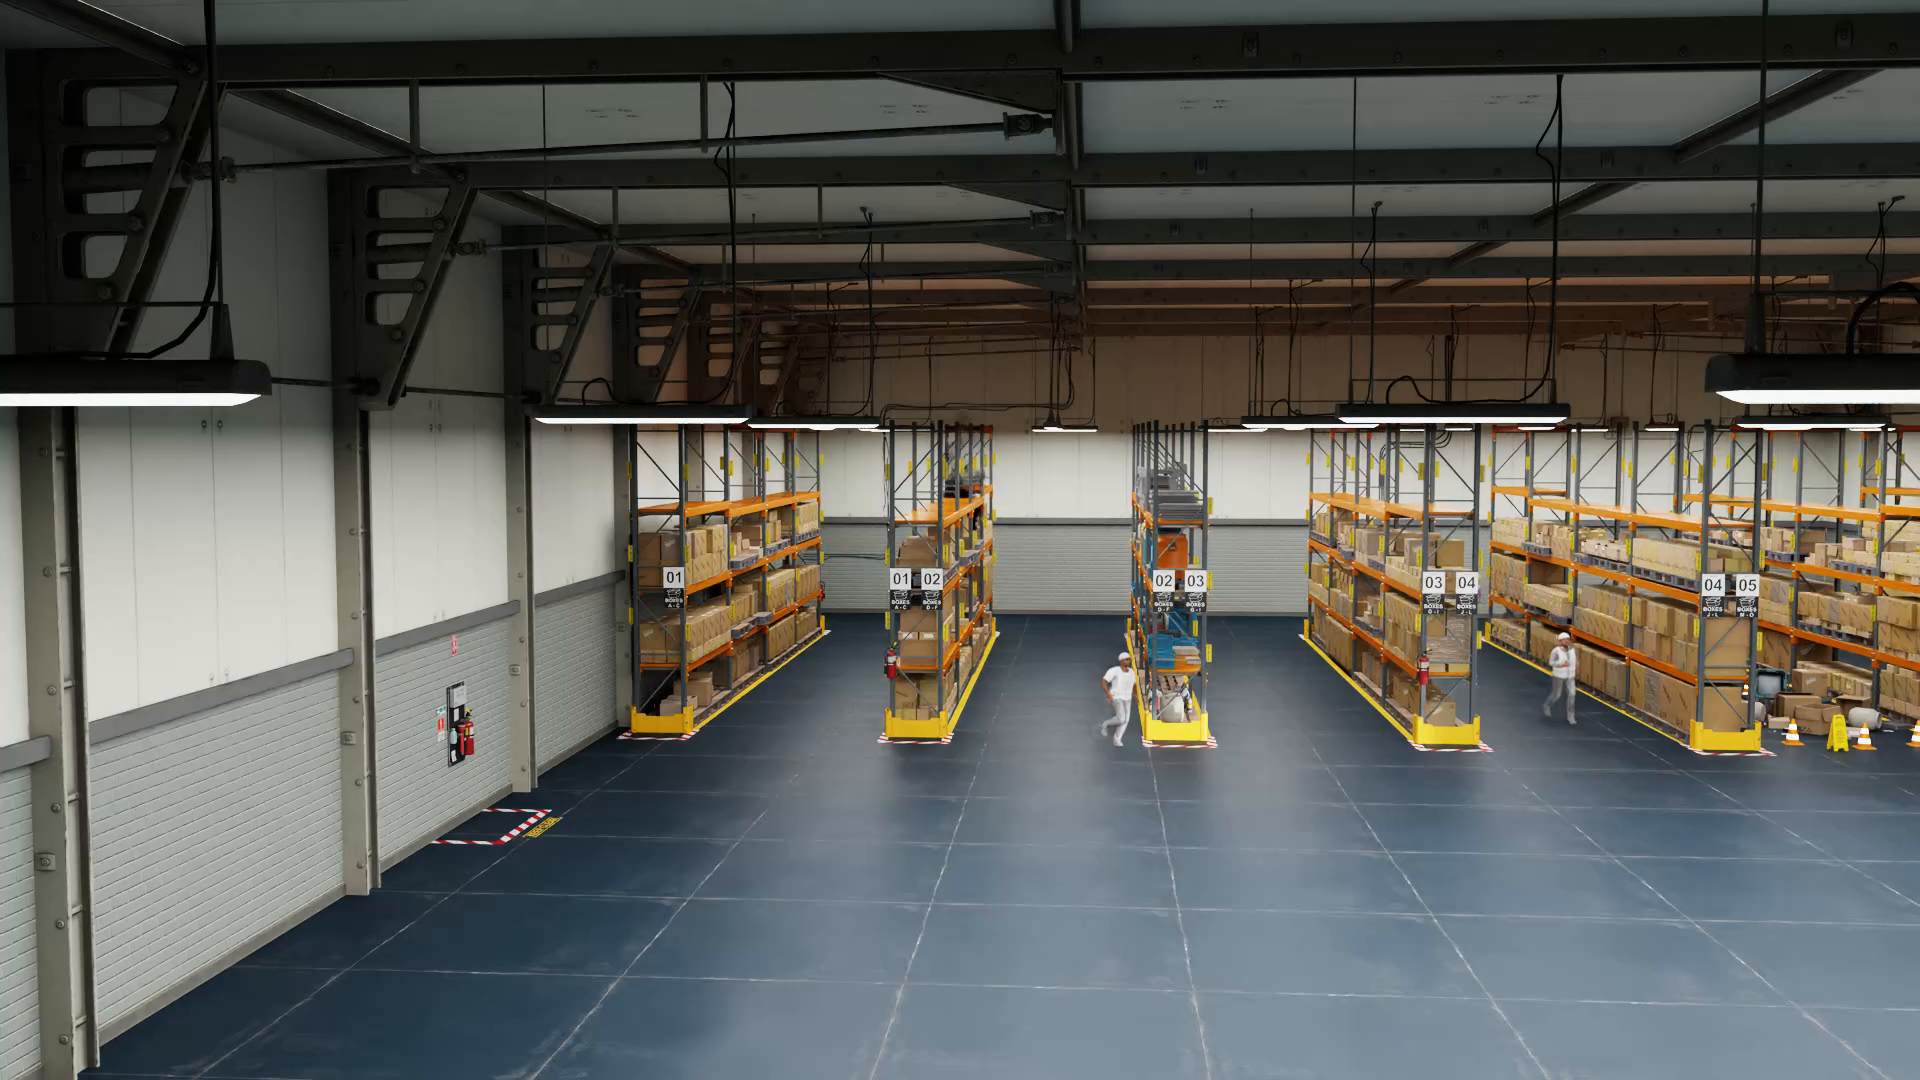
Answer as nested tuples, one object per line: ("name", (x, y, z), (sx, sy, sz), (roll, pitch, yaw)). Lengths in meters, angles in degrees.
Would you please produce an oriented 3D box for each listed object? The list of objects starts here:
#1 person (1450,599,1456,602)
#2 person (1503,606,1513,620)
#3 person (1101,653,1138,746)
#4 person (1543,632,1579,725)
("person", (14.062, 1.895, 46.897), (0.916, 1.759, 0.734), (-2, 4, -30))
("person", (15.676, 1.936, 47.566), (0.708, 1.560, 0.602), (3, 4, 35))
("person", (3.002, 2.933, 30.752), (0.741, 1.687, 0.603), (-2, 4, -31))
("person", (12.032, 2.734, 33.198), (0.665, 1.806, 0.953), (0, 4, -5))
